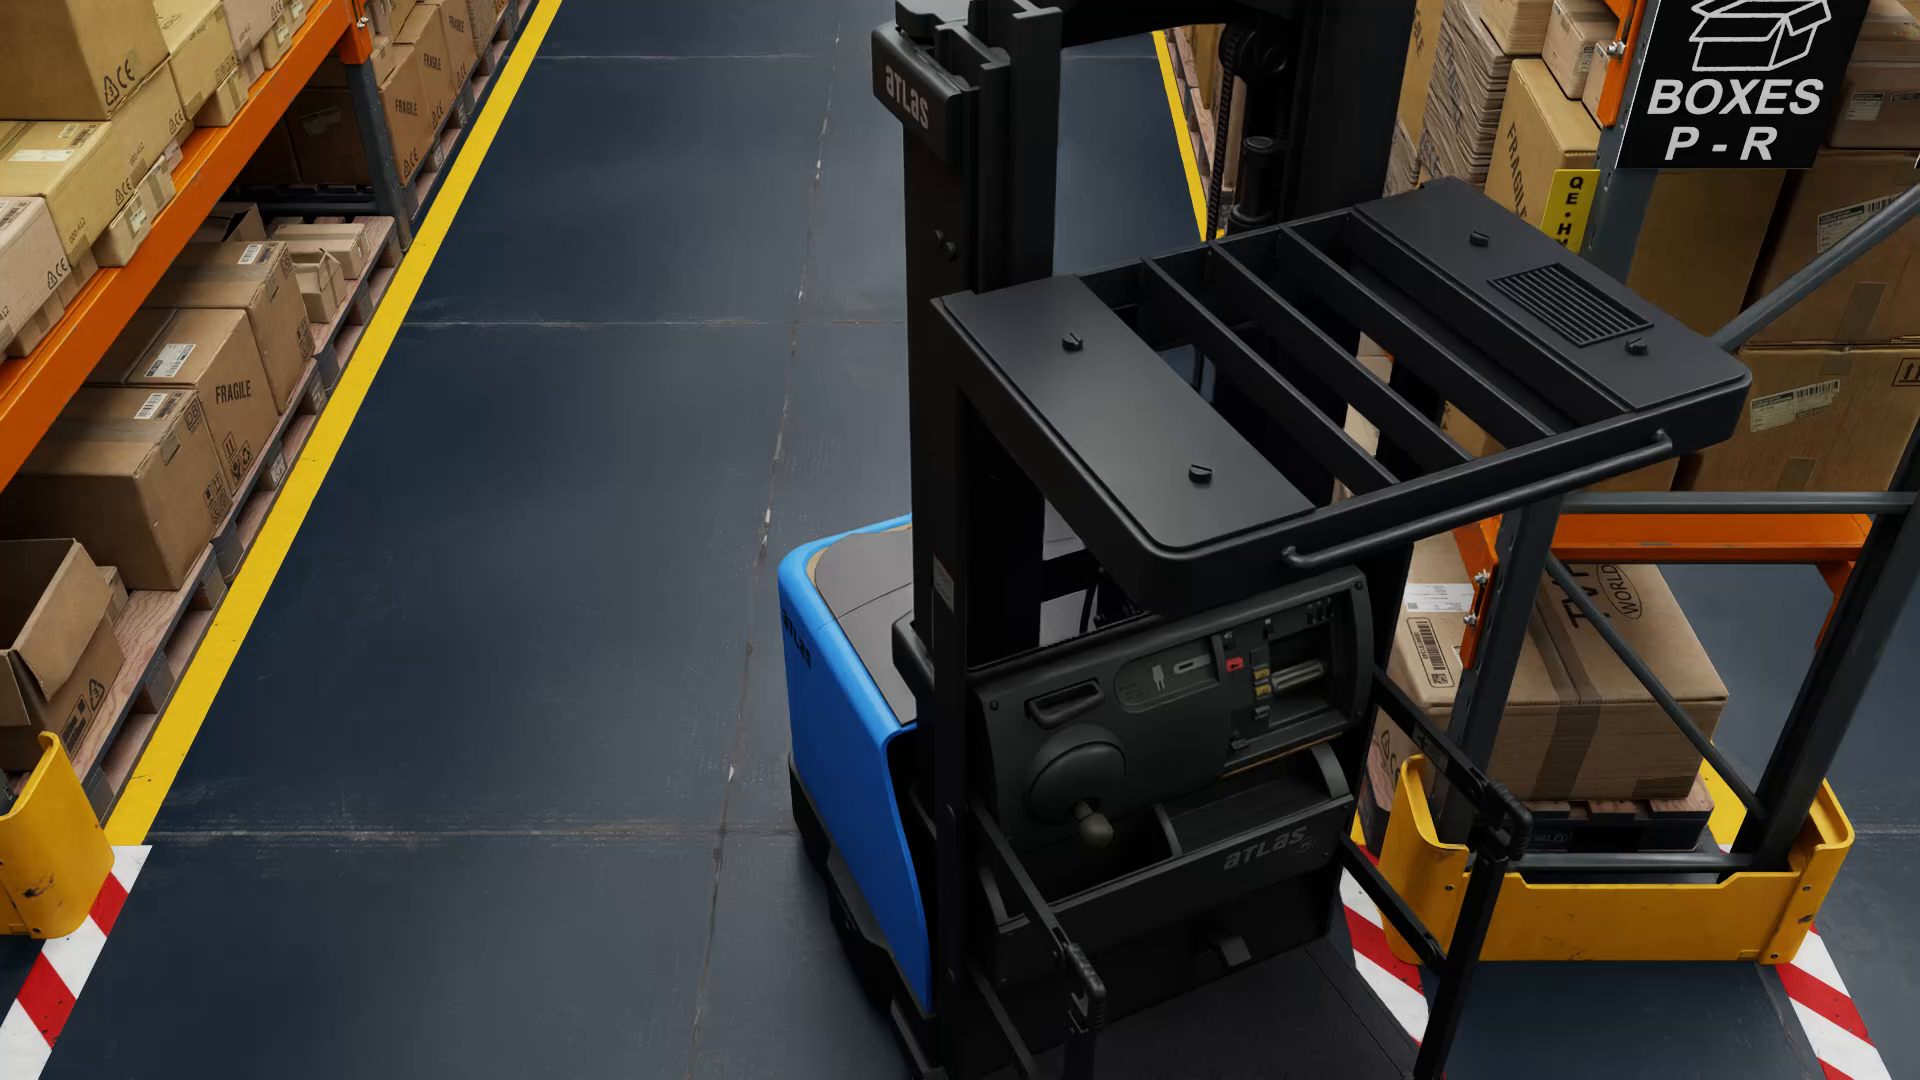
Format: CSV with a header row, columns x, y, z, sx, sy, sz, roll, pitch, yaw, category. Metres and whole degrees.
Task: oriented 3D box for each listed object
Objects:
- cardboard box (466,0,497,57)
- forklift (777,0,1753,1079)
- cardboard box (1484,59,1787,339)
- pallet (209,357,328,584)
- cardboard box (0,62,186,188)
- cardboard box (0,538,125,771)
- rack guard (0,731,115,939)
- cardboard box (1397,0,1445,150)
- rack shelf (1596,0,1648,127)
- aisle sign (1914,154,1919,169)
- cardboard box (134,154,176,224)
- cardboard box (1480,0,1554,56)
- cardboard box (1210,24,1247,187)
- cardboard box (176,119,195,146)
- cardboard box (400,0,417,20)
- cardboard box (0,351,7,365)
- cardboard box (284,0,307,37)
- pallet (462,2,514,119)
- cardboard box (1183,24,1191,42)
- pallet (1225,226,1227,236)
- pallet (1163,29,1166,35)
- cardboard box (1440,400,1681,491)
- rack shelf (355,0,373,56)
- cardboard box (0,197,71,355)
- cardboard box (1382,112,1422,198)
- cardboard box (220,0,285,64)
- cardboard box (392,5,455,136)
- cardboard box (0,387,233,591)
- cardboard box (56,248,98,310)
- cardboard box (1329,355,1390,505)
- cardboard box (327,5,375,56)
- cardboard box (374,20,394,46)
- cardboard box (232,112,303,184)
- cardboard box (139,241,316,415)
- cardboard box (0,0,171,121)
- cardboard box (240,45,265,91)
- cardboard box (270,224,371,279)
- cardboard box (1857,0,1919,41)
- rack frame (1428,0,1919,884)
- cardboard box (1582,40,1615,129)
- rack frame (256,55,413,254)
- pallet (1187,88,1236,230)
x,y,z,sx,sy,sz,roll,pitch,yaw,category
-2.926,-3.039,9.306,0.500,0.500,0.500,-1,39,-2,cardboard box
0.569,0.430,3.369,1.130,2.935,3.031,-16,41,-19,forklift
1.581,-0.813,3.987,0.500,0.500,0.500,1,39,1,cardboard box
-3.145,-0.296,6.450,1.003,0.211,1.213,0,39,0,pallet
-2.902,-1.370,5.443,0.500,0.250,0.500,-1,39,-1,cardboard box
-3.050,0.351,5.074,0.797,0.503,0.637,-1,39,-2,cardboard box
-3.145,0.851,4.788,1.175,0.500,0.348,0,39,0,rack guard
1.553,-1.449,4.780,0.500,0.500,0.500,0,39,0,cardboard box
1.817,-2.223,4.802,1.077,0.370,4.000,0,39,0,rack shelf
2.109,-1.052,3.086,0.394,0.787,0.004,0,39,0,aisle sign
-2.843,-1.155,5.493,0.380,0.149,0.250,1,39,1,cardboard box
1.510,-1.309,4.087,0.380,0.149,0.250,0,39,0,cardboard box
1.734,-2.307,8.093,0.875,0.875,0.875,1,39,1,cardboard box
-2.960,-1.470,5.887,0.380,0.149,0.250,0,39,1,cardboard box
-2.987,-2.749,8.426,0.380,0.149,0.250,-1,39,-1,cardboard box
-2.952,-0.508,4.686,0.380,0.149,0.250,-1,39,-1,cardboard box
-2.874,-2.118,6.695,0.380,0.149,0.250,1,39,1,cardboard box
-3.192,-2.763,9.530,1.003,0.211,1.213,0,39,0,pallet
1.725,-3.430,9.495,0.875,0.875,0.875,0,39,1,cardboard box
1.737,-1.020,7.354,1.003,0.211,1.213,0,39,0,pallet
1.736,-3.504,10.454,1.003,0.211,1.213,0,39,0,pallet
1.554,-0.423,4.299,0.500,0.500,0.500,0,39,0,cardboard box
-3.151,-3.548,8.854,1.077,0.370,4.000,0,39,0,rack shelf
-2.876,-0.734,4.649,0.500,0.250,0.500,0,39,0,cardboard box
1.558,-1.059,5.092,0.500,0.500,0.500,1,39,1,cardboard box
-2.889,-2.004,6.234,0.500,0.250,0.500,0,39,0,cardboard box
-2.935,-2.402,8.512,0.500,0.500,0.500,-1,39,-1,cardboard box
-3.012,-0.182,5.742,0.700,0.500,0.500,1,39,2,cardboard box
-2.897,-0.832,5.090,0.380,0.149,0.250,1,39,1,cardboard box
1.709,-0.232,5.854,0.875,0.438,0.875,1,39,1,cardboard box
-2.944,-2.360,7.703,0.380,0.149,0.250,-1,39,-1,cardboard box
-2.961,-2.417,8.012,0.380,0.149,0.250,-1,39,-1,cardboard box
-3.445,-2.073,8.102,0.500,0.500,0.500,0,39,0,cardboard box
-3.014,-0.832,6.552,0.700,0.500,0.500,-1,39,-2,cardboard box
-2.878,-1.649,5.191,0.500,0.500,0.500,1,39,1,cardboard box
-2.876,-1.792,6.288,0.380,0.149,0.250,1,39,1,cardboard box
-2.855,-1.281,7.394,0.380,0.149,0.250,-1,39,-1,cardboard box
2.024,-1.151,3.889,0.380,0.149,0.250,1,39,1,cardboard box
1.819,-0.083,3.955,1.000,3.000,0.127,0,39,0,rack frame
1.619,-0.989,3.688,0.380,0.149,0.250,0,39,1,cardboard box
-3.149,-2.578,7.069,1.000,3.000,0.127,0,39,0,rack frame
1.738,-1.978,8.550,1.003,0.211,1.213,0,39,0,pallet
